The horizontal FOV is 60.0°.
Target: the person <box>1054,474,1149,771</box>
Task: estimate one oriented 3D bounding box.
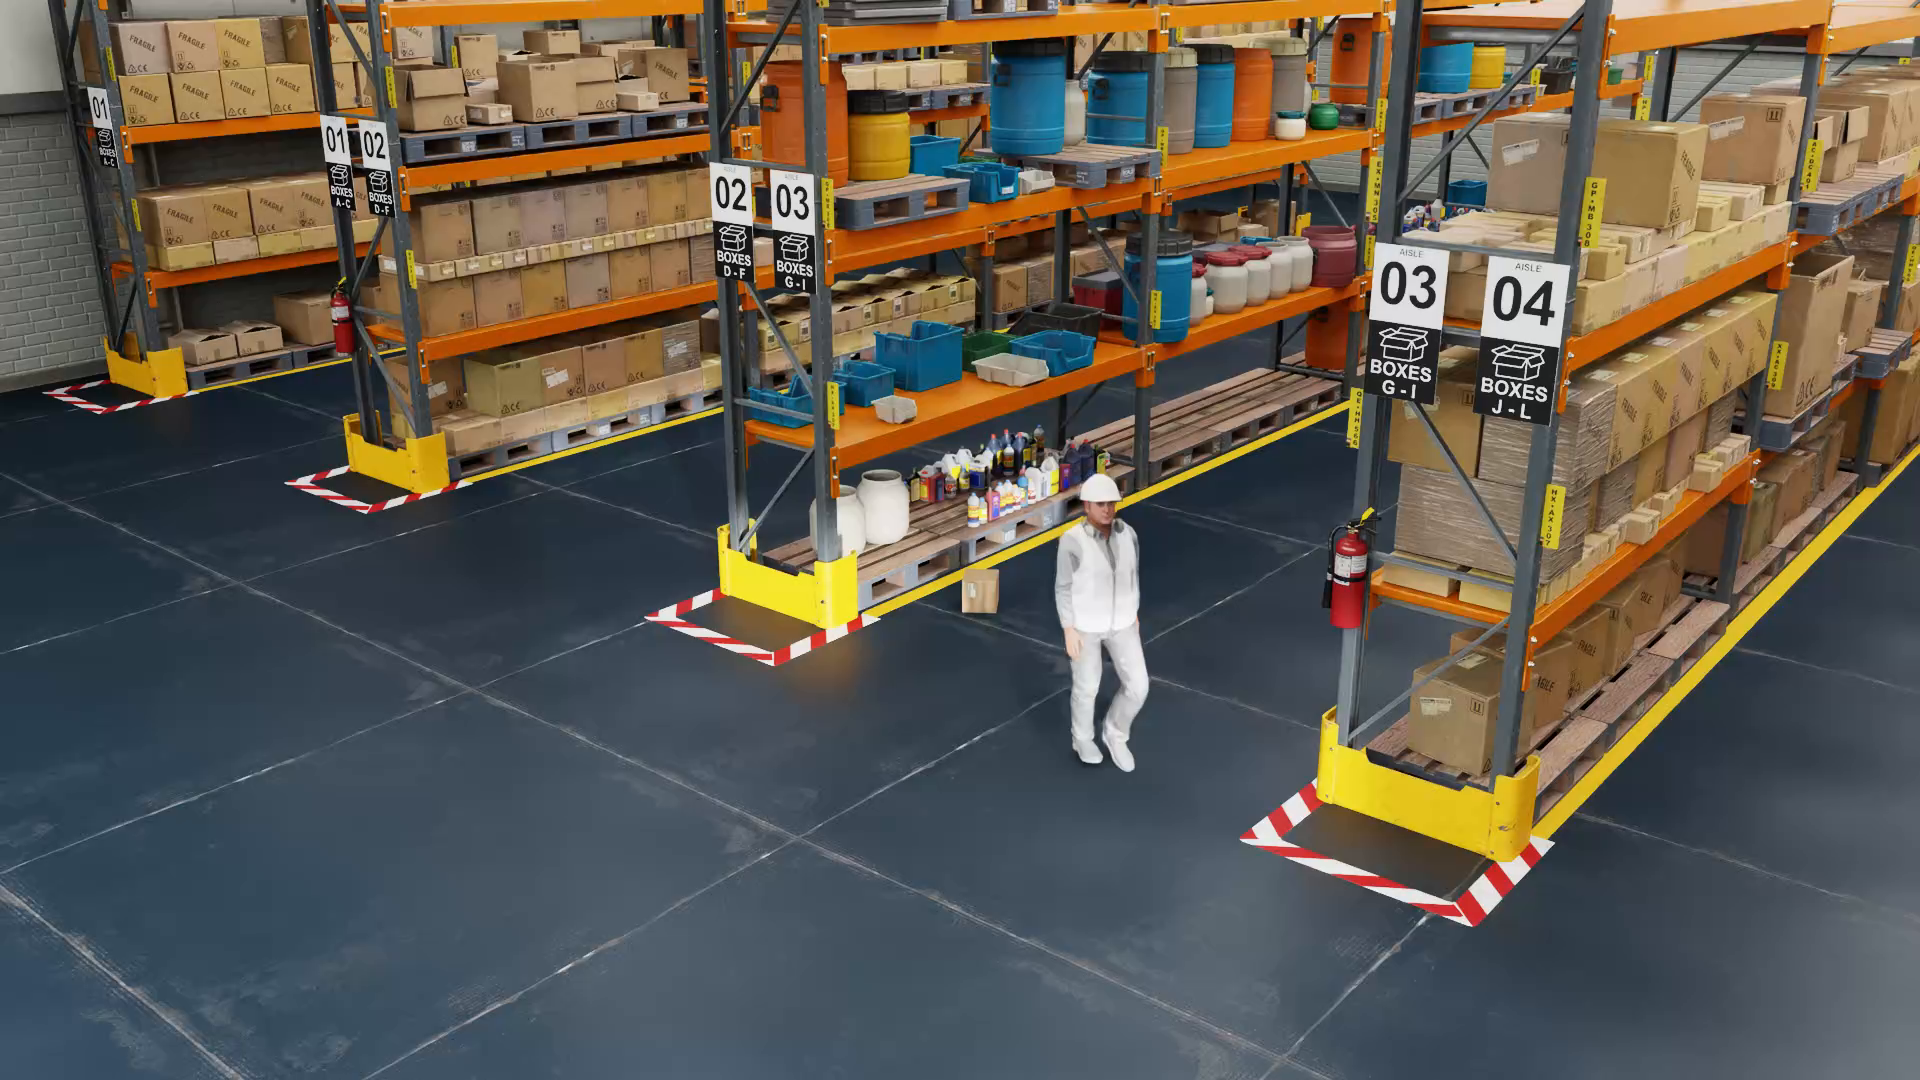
[{"bbox_3d":[0.822,0.512,9.632,0.568,1.820,0.507,-7,21,-19],"label":"person"}]
